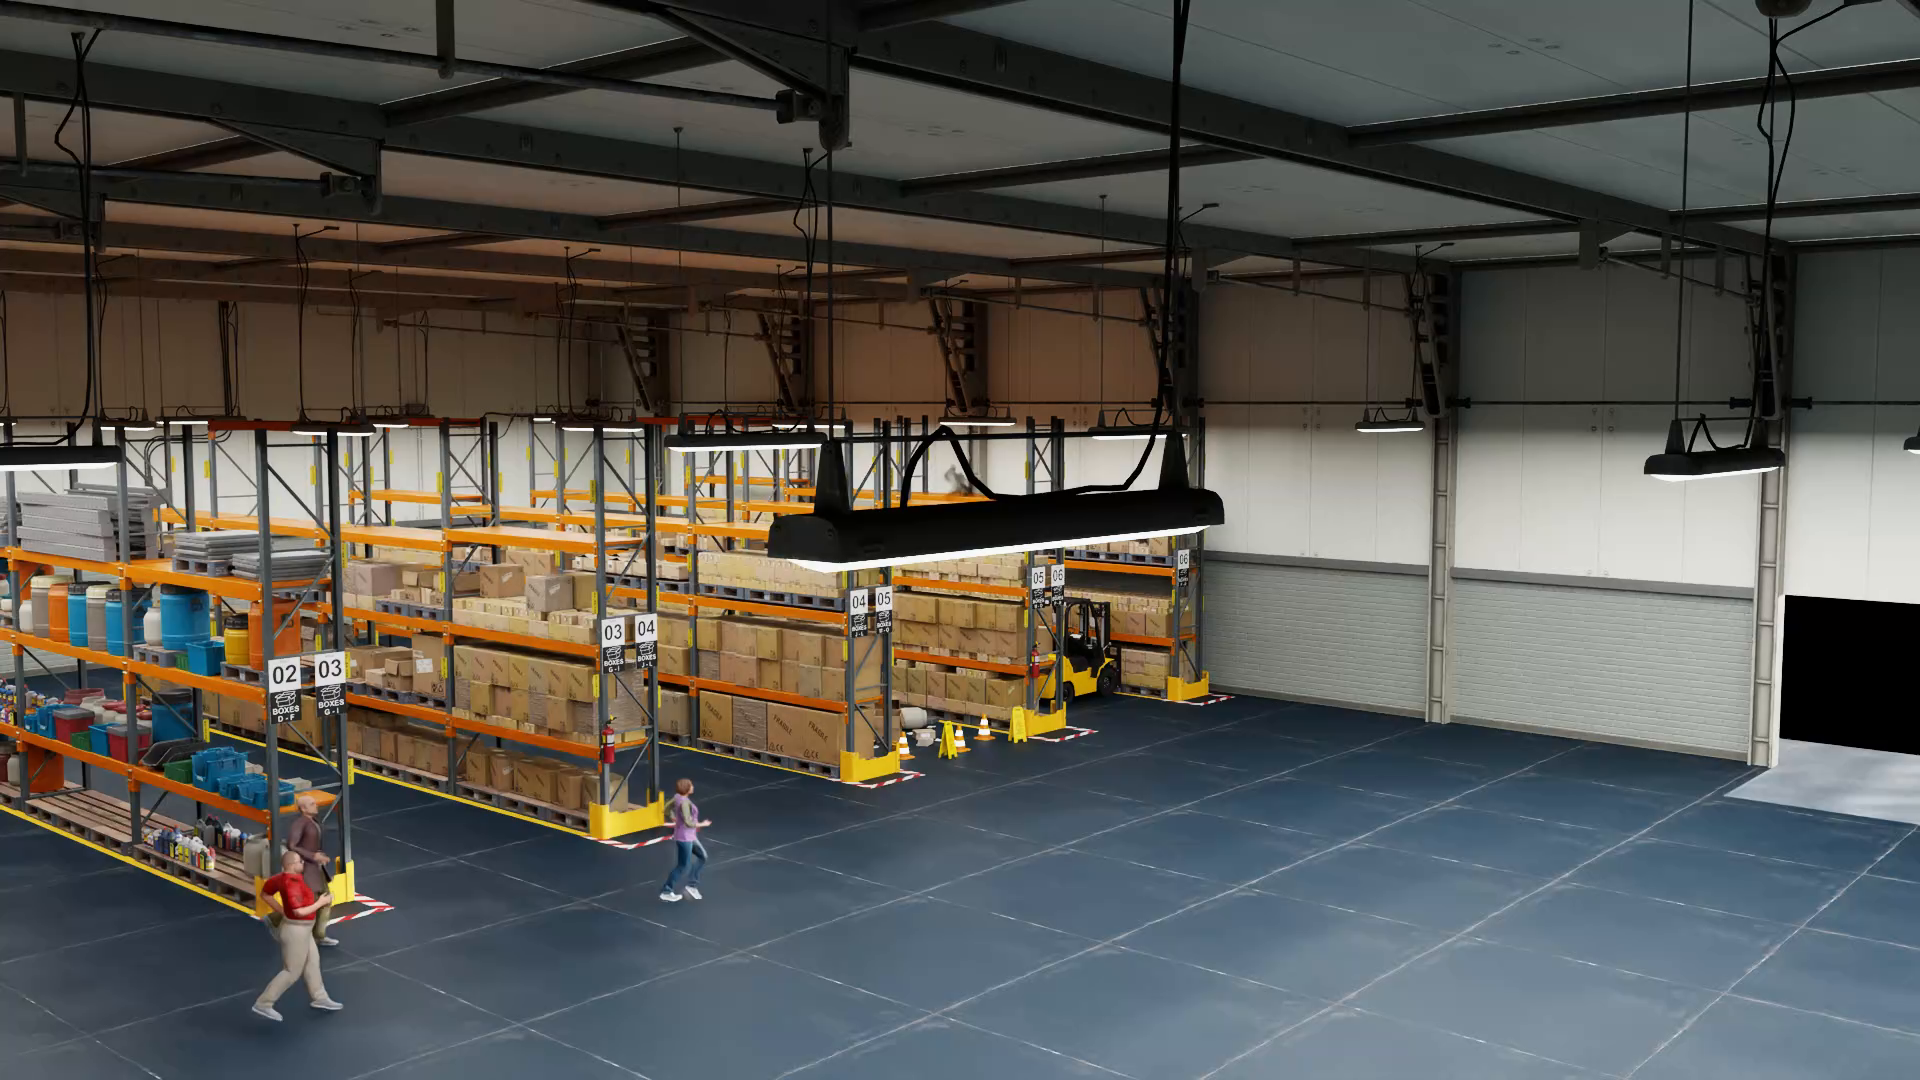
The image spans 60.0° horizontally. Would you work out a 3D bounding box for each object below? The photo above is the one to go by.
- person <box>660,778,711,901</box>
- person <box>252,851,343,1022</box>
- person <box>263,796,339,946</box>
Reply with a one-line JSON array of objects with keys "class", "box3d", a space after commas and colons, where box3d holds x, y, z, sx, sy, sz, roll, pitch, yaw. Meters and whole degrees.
[{"class": "person", "box3d": [-3.479, 3.796, 21.035, 0.665, 1.609, 0.543, -1, 5, -15]}, {"class": "person", "box3d": [-6.781, 4.039, 16.978, 0.898, 1.750, 0.653, -3, 5, -30]}, {"class": "person", "box3d": [-7.674, 3.855, 19.411, 0.817, 1.755, 0.728, 0, 5, -3]}]
